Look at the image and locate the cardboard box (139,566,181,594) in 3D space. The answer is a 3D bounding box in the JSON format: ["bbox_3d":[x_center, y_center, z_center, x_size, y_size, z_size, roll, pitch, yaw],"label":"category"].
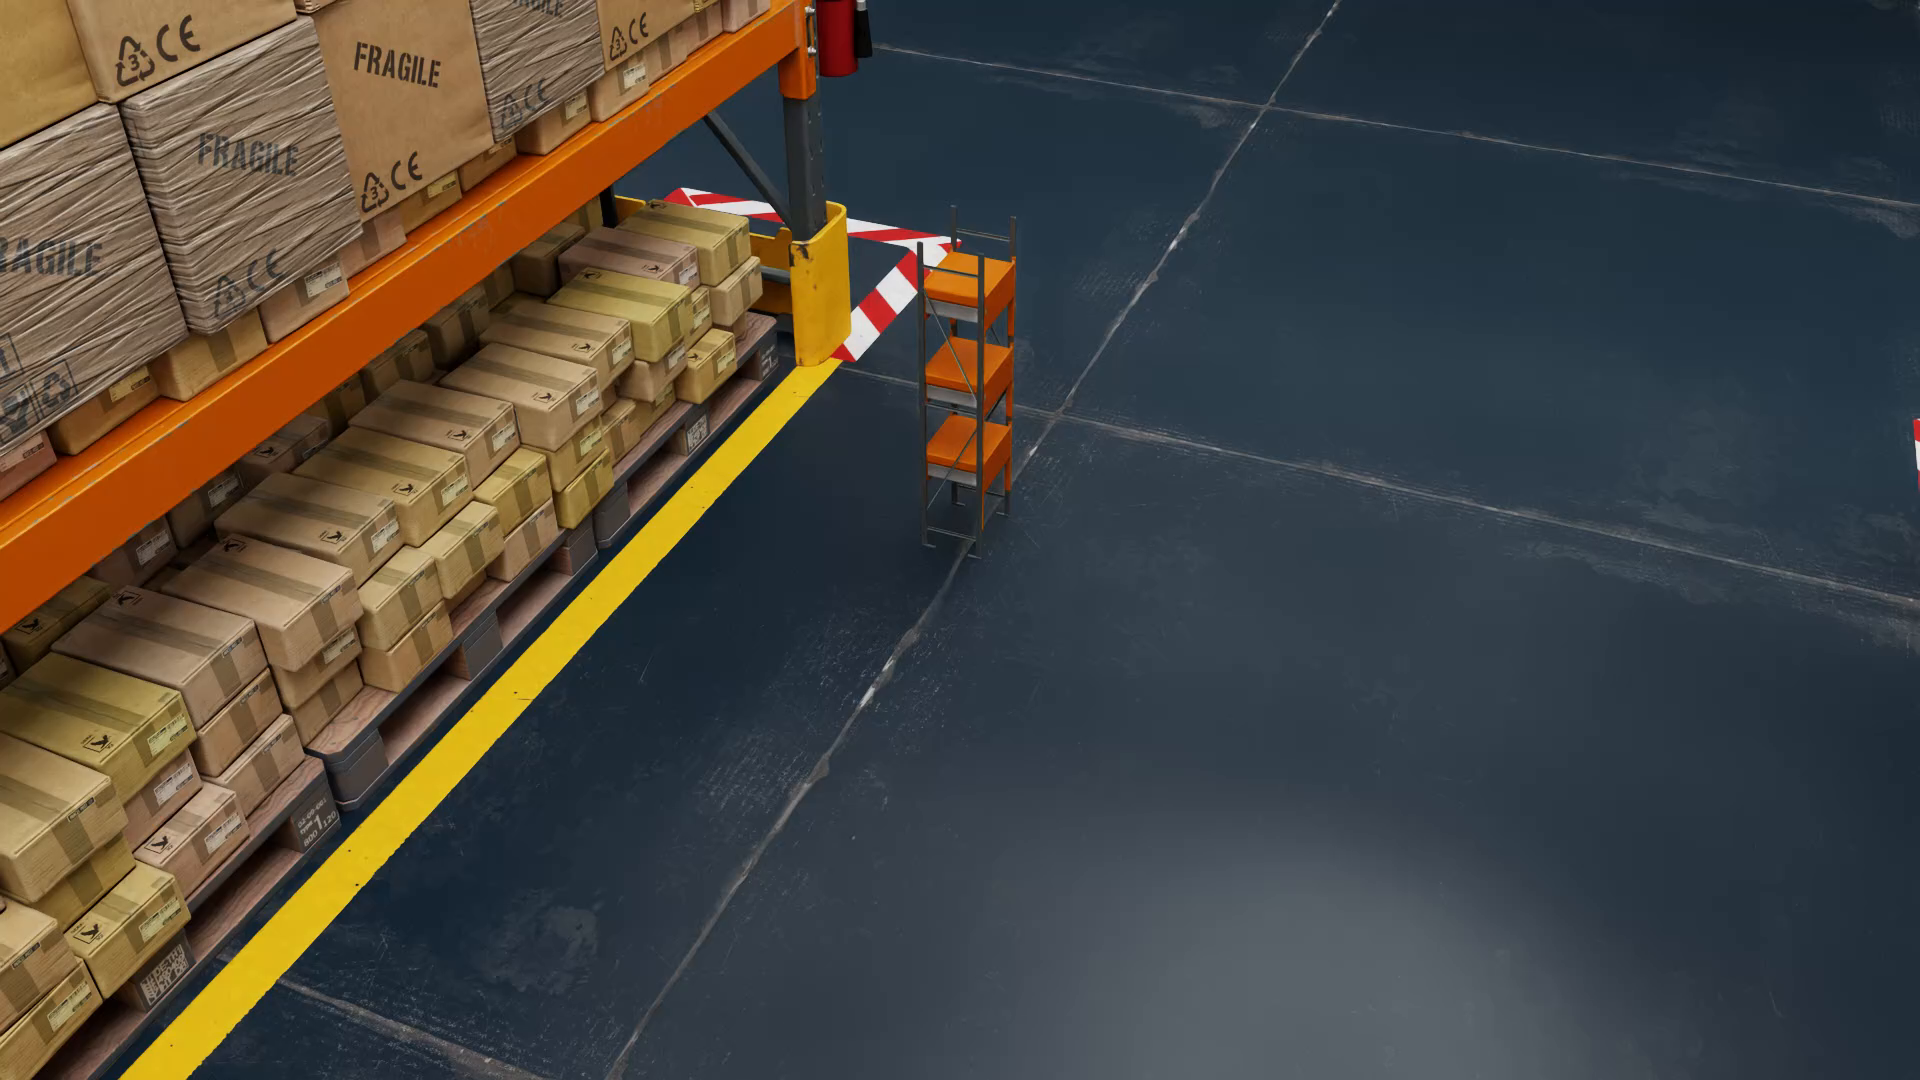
[{"bbox_3d":[-2.222,0.161,4.312,0.380,0.149,0.250,15,39,19],"label":"cardboard box"}]

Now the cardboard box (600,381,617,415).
[{"bbox_3d":[-1.299,-0.469,5.155,0.380,0.149,0.250,13,39,17],"label":"cardboard box"}]

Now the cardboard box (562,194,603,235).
[{"bbox_3d":[-1.482,-1.147,5.812,0.380,0.149,0.250,12,38,16],"label":"cardboard box"}]

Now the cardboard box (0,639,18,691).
[{"bbox_3d":[-2.447,0.309,3.864,0.380,0.149,0.250,13,39,17],"label":"cardboard box"}]

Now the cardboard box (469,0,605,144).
[{"bbox_3d":[-1.286,-1.380,4.258,0.500,0.500,0.500,14,39,18],"label":"cardboard box"}]

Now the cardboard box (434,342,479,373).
[{"bbox_3d":[-1.771,-0.597,5.325,0.380,0.149,0.250,15,39,19],"label":"cardboard box"}]

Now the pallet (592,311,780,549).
[{"bbox_3d":[-1.339,-0.494,5.734,1.003,0.211,1.213,14,39,18],"label":"pallet"}]

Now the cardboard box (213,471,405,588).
[{"bbox_3d":[-1.680,-0.020,4.305,0.380,0.149,0.250,12,38,16],"label":"cardboard box"}]

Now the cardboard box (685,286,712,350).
[{"bbox_3d":[-1.055,-0.750,5.530,0.380,0.149,0.250,13,39,17],"label":"cardboard box"}]

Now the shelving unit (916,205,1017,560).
[{"bbox_3d":[0.020,-0.450,4.975,0.215,1.050,0.252,14,39,18],"label":"shelving unit"}]

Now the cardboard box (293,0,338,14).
[{"bbox_3d":[-1.493,-1.480,3.558,0.500,0.500,0.500,13,39,16],"label":"cardboard box"}]

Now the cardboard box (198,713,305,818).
[{"bbox_3d":[-1.857,0.517,4.084,0.380,0.149,0.250,13,39,17],"label":"cardboard box"}]

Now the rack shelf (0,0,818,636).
[{"bbox_3d":[-1.729,-0.699,4.281,1.077,0.370,4.000,14,39,18],"label":"rack shelf"}]

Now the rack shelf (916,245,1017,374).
[{"bbox_3d":[0.020,-0.669,4.812,0.215,0.259,0.240,14,39,18],"label":"rack shelf"}]

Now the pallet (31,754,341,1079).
[{"bbox_3d":[-2.268,0.857,3.927,1.003,0.211,1.213,14,39,18],"label":"pallet"}]

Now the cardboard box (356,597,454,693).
[{"bbox_3d":[-1.599,0.238,4.457,0.380,0.149,0.250,13,39,17],"label":"cardboard box"}]

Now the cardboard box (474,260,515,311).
[{"bbox_3d":[-1.690,-0.856,5.424,0.380,0.149,0.250,14,39,18],"label":"cardboard box"}]

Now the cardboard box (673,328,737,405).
[{"bbox_3d":[-0.980,-0.617,5.600,0.380,0.149,0.250,15,39,19],"label":"cardboard box"}]

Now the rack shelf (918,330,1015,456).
[{"bbox_3d":[0.020,-0.442,4.982,0.215,0.259,0.240,14,39,18],"label":"rack shelf"}]

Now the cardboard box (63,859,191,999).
[{"bbox_3d":[-1.953,0.818,3.681,0.380,0.149,0.250,15,39,19],"label":"cardboard box"}]

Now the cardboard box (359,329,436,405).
[{"bbox_3d":[-1.822,-0.549,5.012,0.380,0.149,0.250,15,39,20],"label":"cardboard box"}]

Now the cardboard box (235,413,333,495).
[{"bbox_3d":[-1.972,-0.252,4.616,0.380,0.149,0.250,14,39,18],"label":"cardboard box"}]

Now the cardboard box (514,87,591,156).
[{"bbox_3d":[-1.245,-1.192,4.549,0.380,0.149,0.250,12,38,16],"label":"cardboard box"}]

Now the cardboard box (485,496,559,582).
[{"bbox_3d":[-1.404,-0.048,4.839,0.380,0.149,0.250,15,39,19],"label":"cardboard box"}]

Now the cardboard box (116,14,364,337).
[{"bbox_3d":[-1.662,-0.802,3.486,0.500,0.500,0.500,13,39,17],"label":"cardboard box"}]

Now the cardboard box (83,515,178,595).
[{"bbox_3d":[-2.259,0.012,4.262,0.380,0.149,0.250,12,38,16],"label":"cardboard box"}]

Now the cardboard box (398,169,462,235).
[{"bbox_3d":[-1.488,-0.905,4.166,0.380,0.149,0.250,15,39,19],"label":"cardboard box"}]

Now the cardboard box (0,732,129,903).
[{"bbox_3d":[-2.008,0.573,3.512,0.380,0.149,0.250,16,40,20],"label":"cardboard box"}]

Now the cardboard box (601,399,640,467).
[{"bbox_3d":[-1.242,-0.350,5.244,0.380,0.149,0.250,14,39,18],"label":"cardboard box"}]

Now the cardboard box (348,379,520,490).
[{"bbox_3d":[-1.476,-0.299,4.678,0.380,0.149,0.250,13,39,16],"label":"cardboard box"}]

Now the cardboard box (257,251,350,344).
[{"bbox_3d":[-1.624,-0.602,3.760,0.380,0.149,0.250,16,39,20],"label":"cardboard box"}]

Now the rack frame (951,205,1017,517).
[{"bbox_3d":[0.067,-0.518,5.066,0.200,1.050,0.008,14,39,18],"label":"rack frame"}]

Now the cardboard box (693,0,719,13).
[{"bbox_3d":[-0.901,-1.946,5.017,0.500,0.500,0.500,15,39,19],"label":"cardboard box"}]

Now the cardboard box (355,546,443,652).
[{"bbox_3d":[-1.597,0.122,4.363,0.380,0.149,0.250,14,39,17],"label":"cardboard box"}]

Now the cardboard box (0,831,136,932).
[{"bbox_3d":[-2.043,0.686,3.608,0.380,0.149,0.250,14,39,18],"label":"cardboard box"}]

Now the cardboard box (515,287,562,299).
[{"bbox_3d":[-1.562,-0.870,5.690,0.380,0.149,0.250,14,39,18],"label":"cardboard box"}]

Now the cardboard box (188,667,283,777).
[{"bbox_3d":[-1.878,0.394,3.999,0.380,0.149,0.250,12,38,15],"label":"cardboard box"}]

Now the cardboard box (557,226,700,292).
[{"bbox_3d":[-1.084,-0.882,5.459,0.380,0.149,0.250,15,39,19],"label":"cardboard box"}]

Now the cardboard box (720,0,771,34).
[{"bbox_3d":[-0.831,-1.749,5.294,0.380,0.149,0.250,14,39,18],"label":"cardboard box"}]

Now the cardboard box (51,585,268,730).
[{"bbox_3d":[-1.879,0.272,3.914,0.380,0.149,0.250,13,39,17],"label":"cardboard box"}]

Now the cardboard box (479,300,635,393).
[{"bbox_3d":[-1.222,-0.581,5.056,0.380,0.149,0.250,12,39,16],"label":"cardboard box"}]

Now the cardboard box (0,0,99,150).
[{"bbox_3d":[-1.910,-0.924,2.814,0.500,0.500,0.500,13,39,16],"label":"cardboard box"}]

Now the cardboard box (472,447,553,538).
[{"bbox_3d":[-1.401,-0.167,4.750,0.380,0.149,0.250,16,40,20],"label":"cardboard box"}]

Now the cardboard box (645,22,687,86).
[{"bbox_3d":[-1.042,-1.478,4.931,0.380,0.149,0.250,13,39,17],"label":"cardboard box"}]

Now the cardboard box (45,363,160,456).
[{"bbox_3d":[-1.889,-0.330,3.396,0.380,0.149,0.250,12,38,16],"label":"cardboard box"}]

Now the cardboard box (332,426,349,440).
[{"bbox_3d":[-1.849,-0.269,4.886,0.380,0.149,0.250,16,40,20],"label":"cardboard box"}]
